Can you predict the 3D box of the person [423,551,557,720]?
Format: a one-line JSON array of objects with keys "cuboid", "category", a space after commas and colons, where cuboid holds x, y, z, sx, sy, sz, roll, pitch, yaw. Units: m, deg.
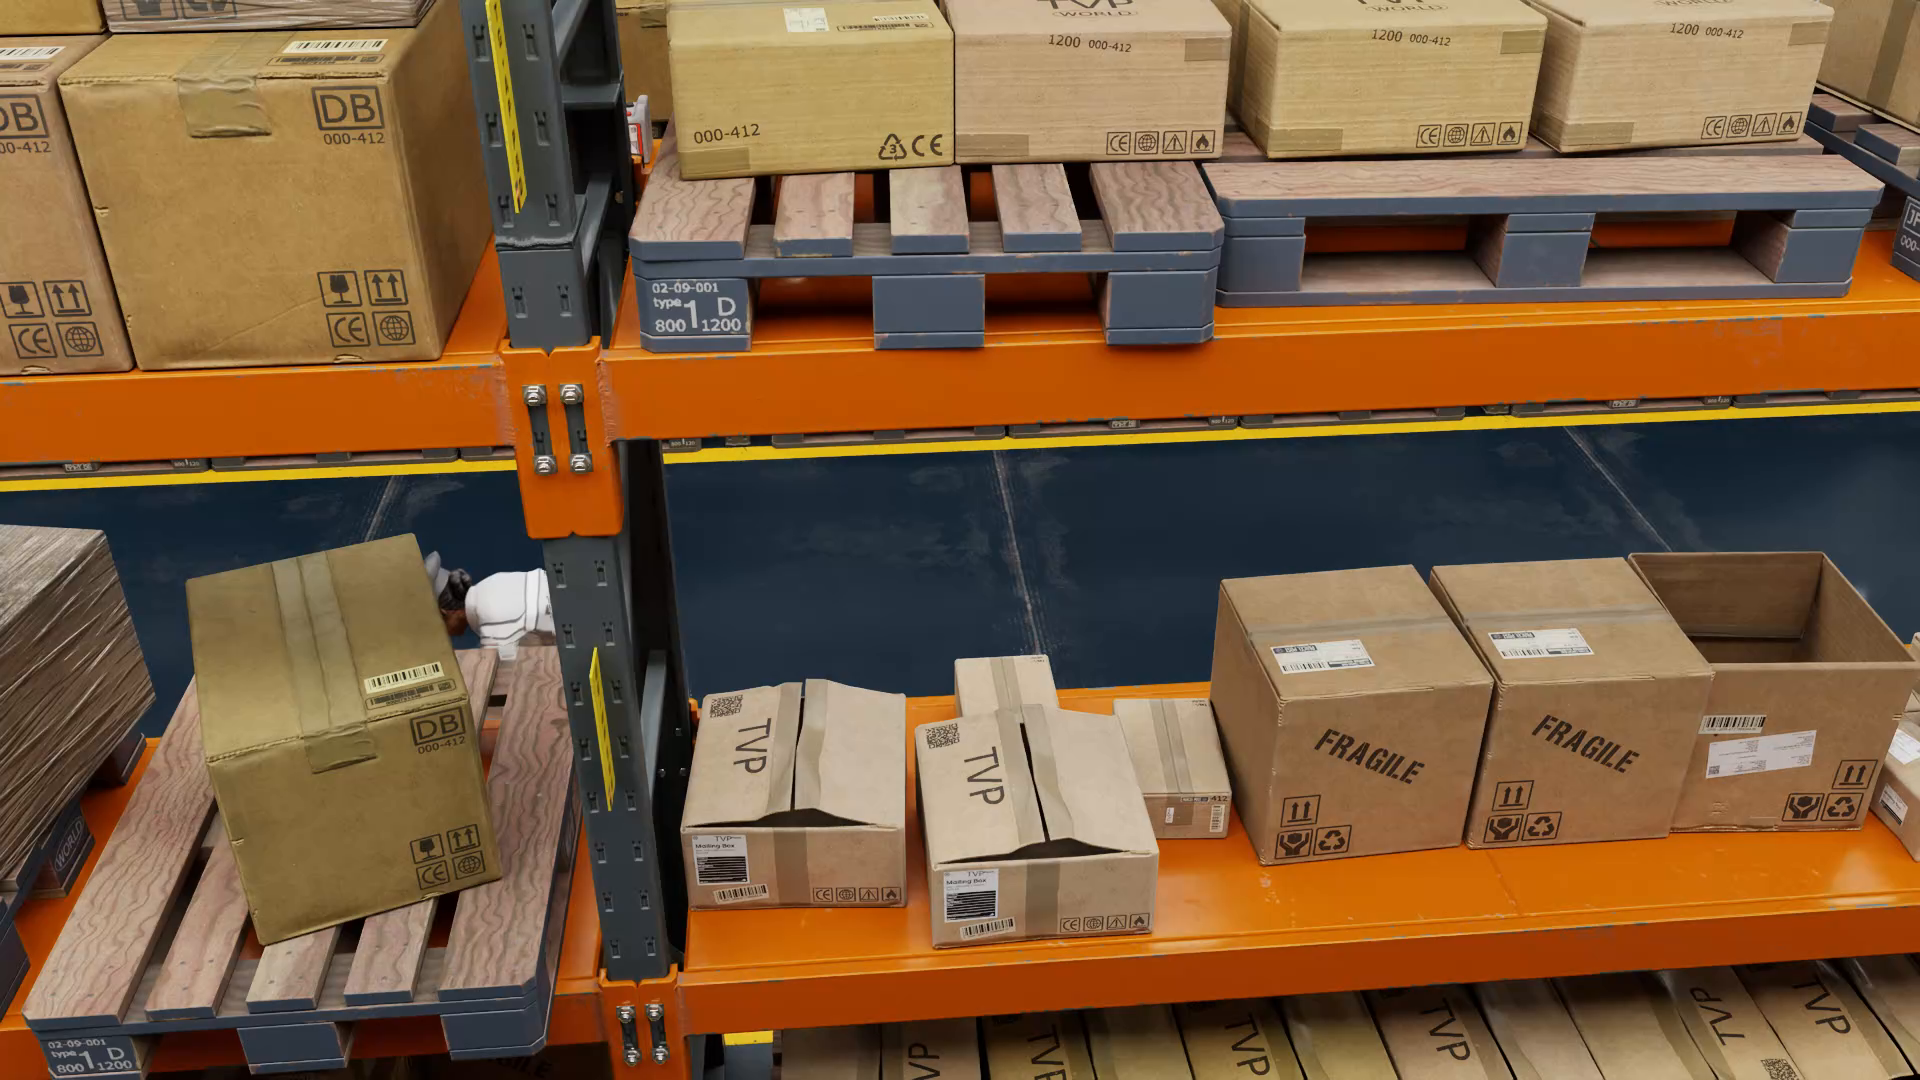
[{"cuboid": [-1.420, 0.551, 5.684, 0.908, 1.193, 0.433, -4, 32, -7], "category": "person"}]
